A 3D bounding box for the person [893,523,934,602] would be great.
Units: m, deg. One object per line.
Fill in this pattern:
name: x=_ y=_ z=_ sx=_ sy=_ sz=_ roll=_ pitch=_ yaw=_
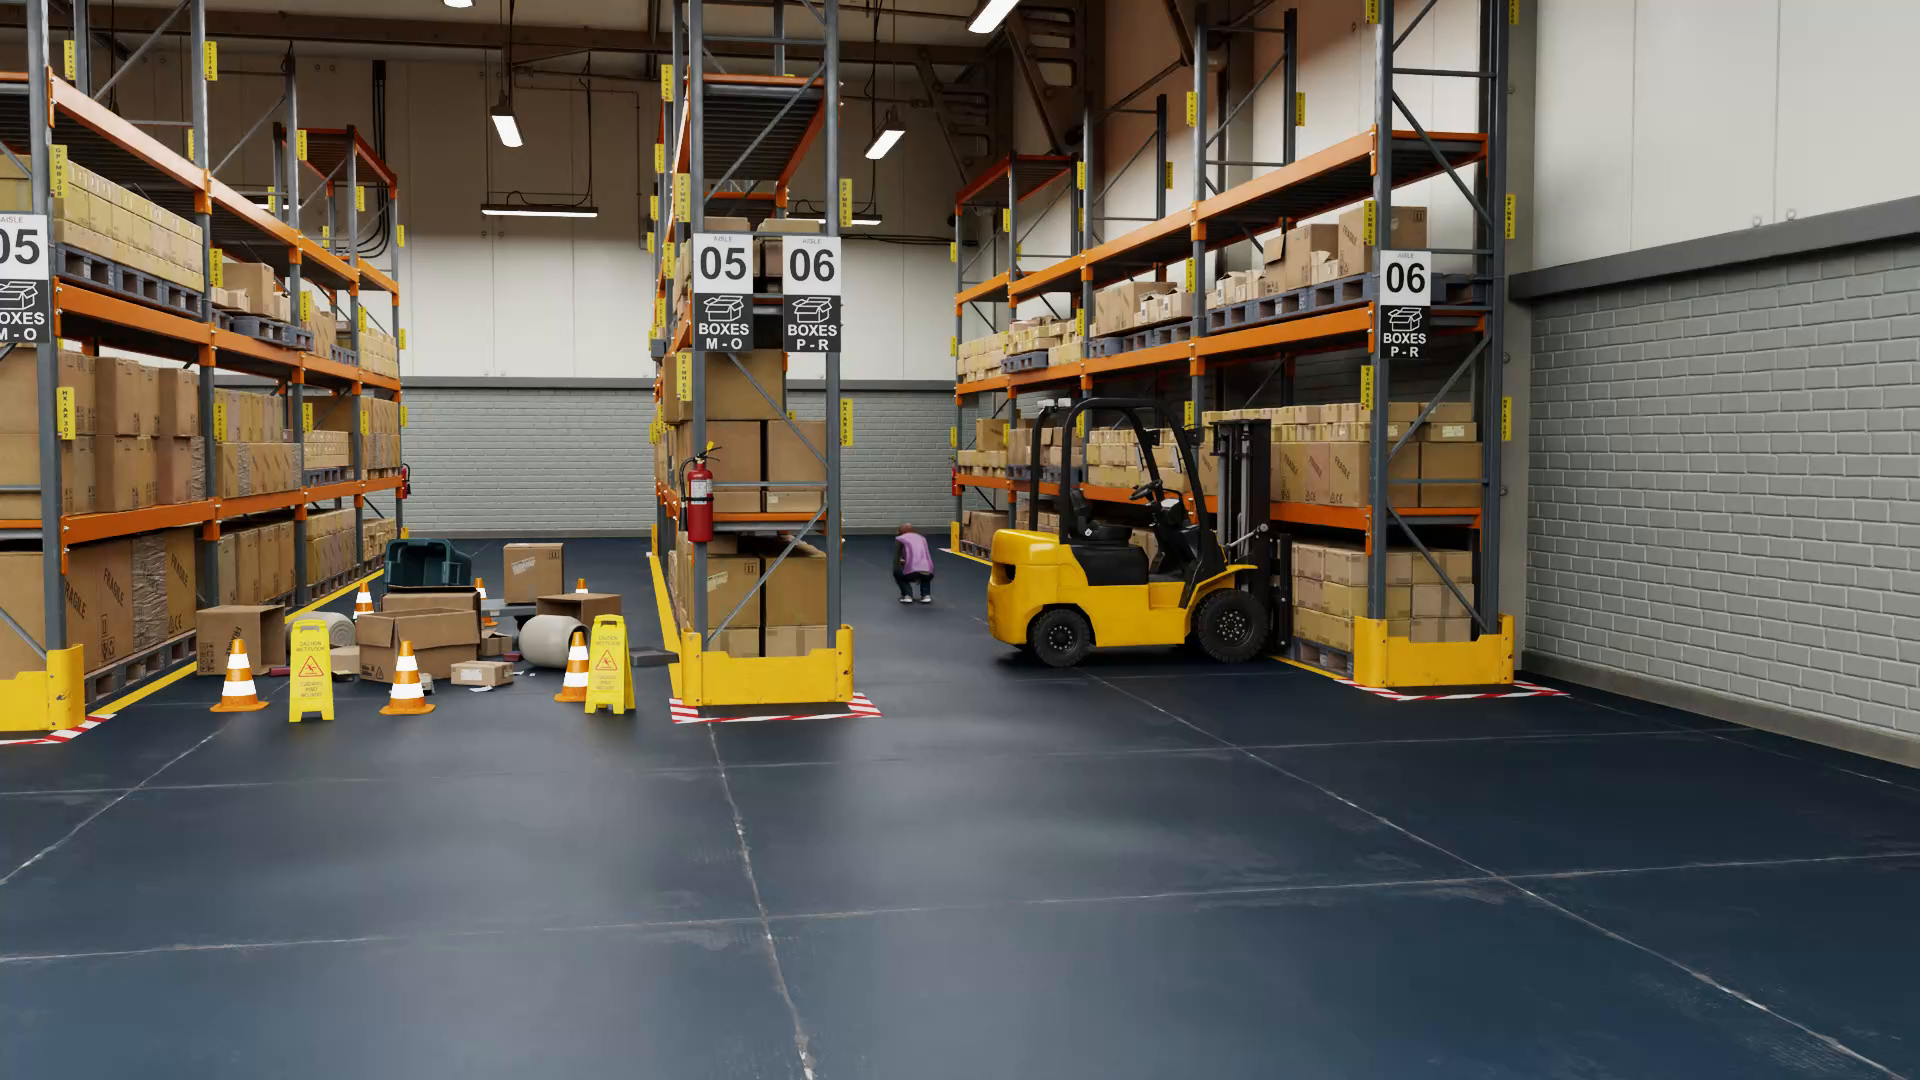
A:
person: x=-0.527 y=0.266 z=19.006 sx=0.453 sy=0.880 sz=0.808 roll=-1 pitch=3 yaw=-11
